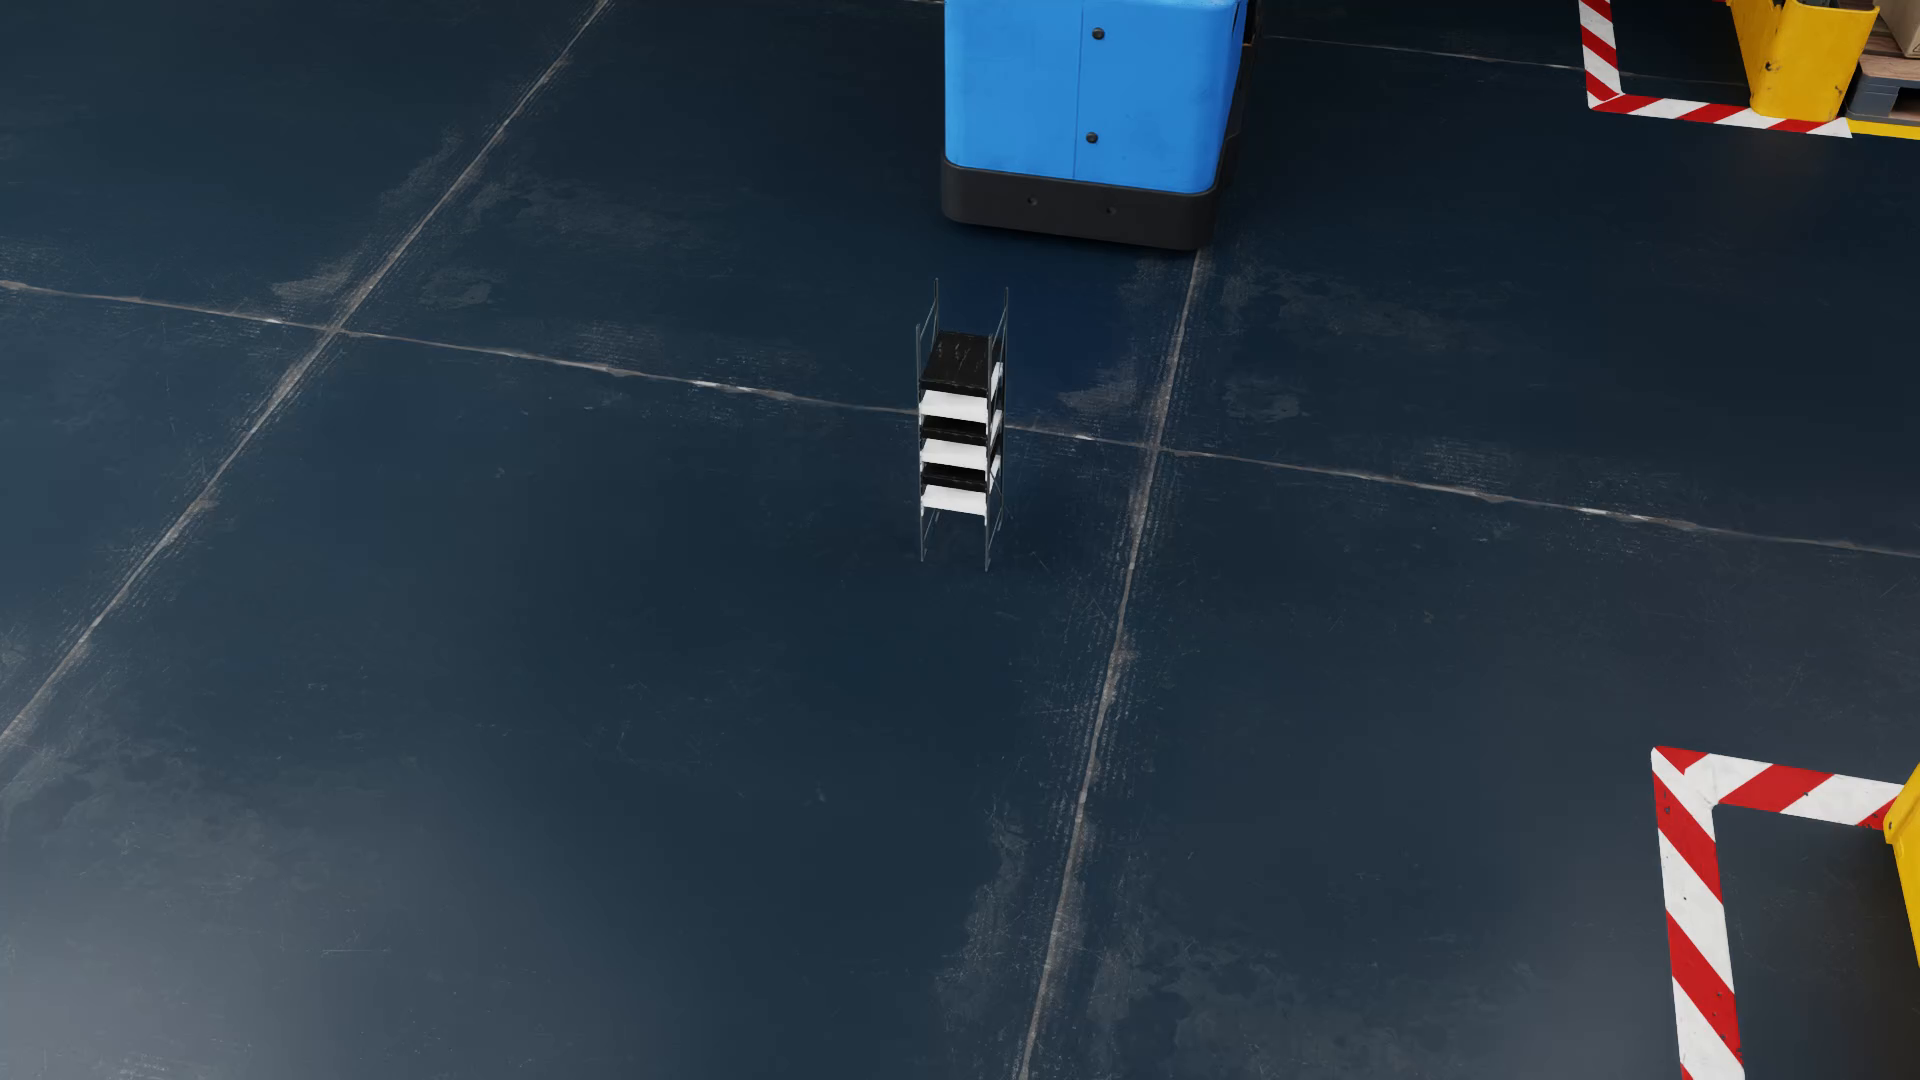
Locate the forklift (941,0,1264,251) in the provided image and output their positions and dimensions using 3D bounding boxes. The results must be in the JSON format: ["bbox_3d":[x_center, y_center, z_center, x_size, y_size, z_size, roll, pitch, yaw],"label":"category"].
[{"bbox_3d":[0.756,-3.186,6.447,1.130,2.935,3.031,9,45,9],"label":"forklift"}]

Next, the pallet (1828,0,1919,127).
[{"bbox_3d":[4.489,-2.124,7.305,1.213,0.211,1.003,9,45,9],"label":"pallet"}]

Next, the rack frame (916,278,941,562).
[{"bbox_3d":[-0.091,-0.338,4.953,0.006,0.900,0.240,9,45,9],"label":"rack frame"}]

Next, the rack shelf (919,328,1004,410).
[{"bbox_3d":[0.008,-0.493,4.773,0.200,0.077,0.258,9,45,9],"label":"rack shelf"}]

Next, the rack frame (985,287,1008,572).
[{"bbox_3d":[0.107,-0.308,4.921,0.006,0.900,0.240,9,45,9],"label":"rack frame"}]

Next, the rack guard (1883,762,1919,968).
[{"bbox_3d":[2.528,0.963,3.889,0.348,0.500,1.175,9,45,9],"label":"rack guard"}]

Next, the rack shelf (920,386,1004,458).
[{"bbox_3d":[0.008,-0.364,4.897,0.200,0.077,0.258,9,45,9],"label":"rack shelf"}]

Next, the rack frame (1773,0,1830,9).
[{"bbox_3d":[3.630,-3.287,6.502,0.127,3.000,1.000,9,45,9],"label":"rack frame"}]

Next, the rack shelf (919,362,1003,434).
[{"bbox_3d":[0.008,-0.429,4.835,0.200,0.077,0.258,9,45,9],"label":"rack shelf"}]

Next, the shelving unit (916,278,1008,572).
[{"bbox_3d":[0.008,-0.323,4.937,0.210,0.900,0.258,9,45,9],"label":"shelving unit"}]

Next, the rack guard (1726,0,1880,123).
[{"bbox_3d":[3.704,-2.375,7.357,0.348,0.500,1.175,9,45,9],"label":"rack guard"}]

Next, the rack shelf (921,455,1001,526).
[{"bbox_3d":[0.008,-0.169,5.085,0.200,0.077,0.258,9,45,9],"label":"rack shelf"}]

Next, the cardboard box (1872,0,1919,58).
[{"bbox_3d":[4.285,-2.311,7.110,0.500,0.311,0.500,4,44,4],"label":"cardboard box"}]

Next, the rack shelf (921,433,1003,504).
[{"bbox_3d":[0.008,-0.234,5.022,0.200,0.077,0.258,9,45,9],"label":"rack shelf"}]

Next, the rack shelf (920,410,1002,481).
[{"bbox_3d":[0.008,-0.299,4.960,0.200,0.077,0.258,9,45,9],"label":"rack shelf"}]
